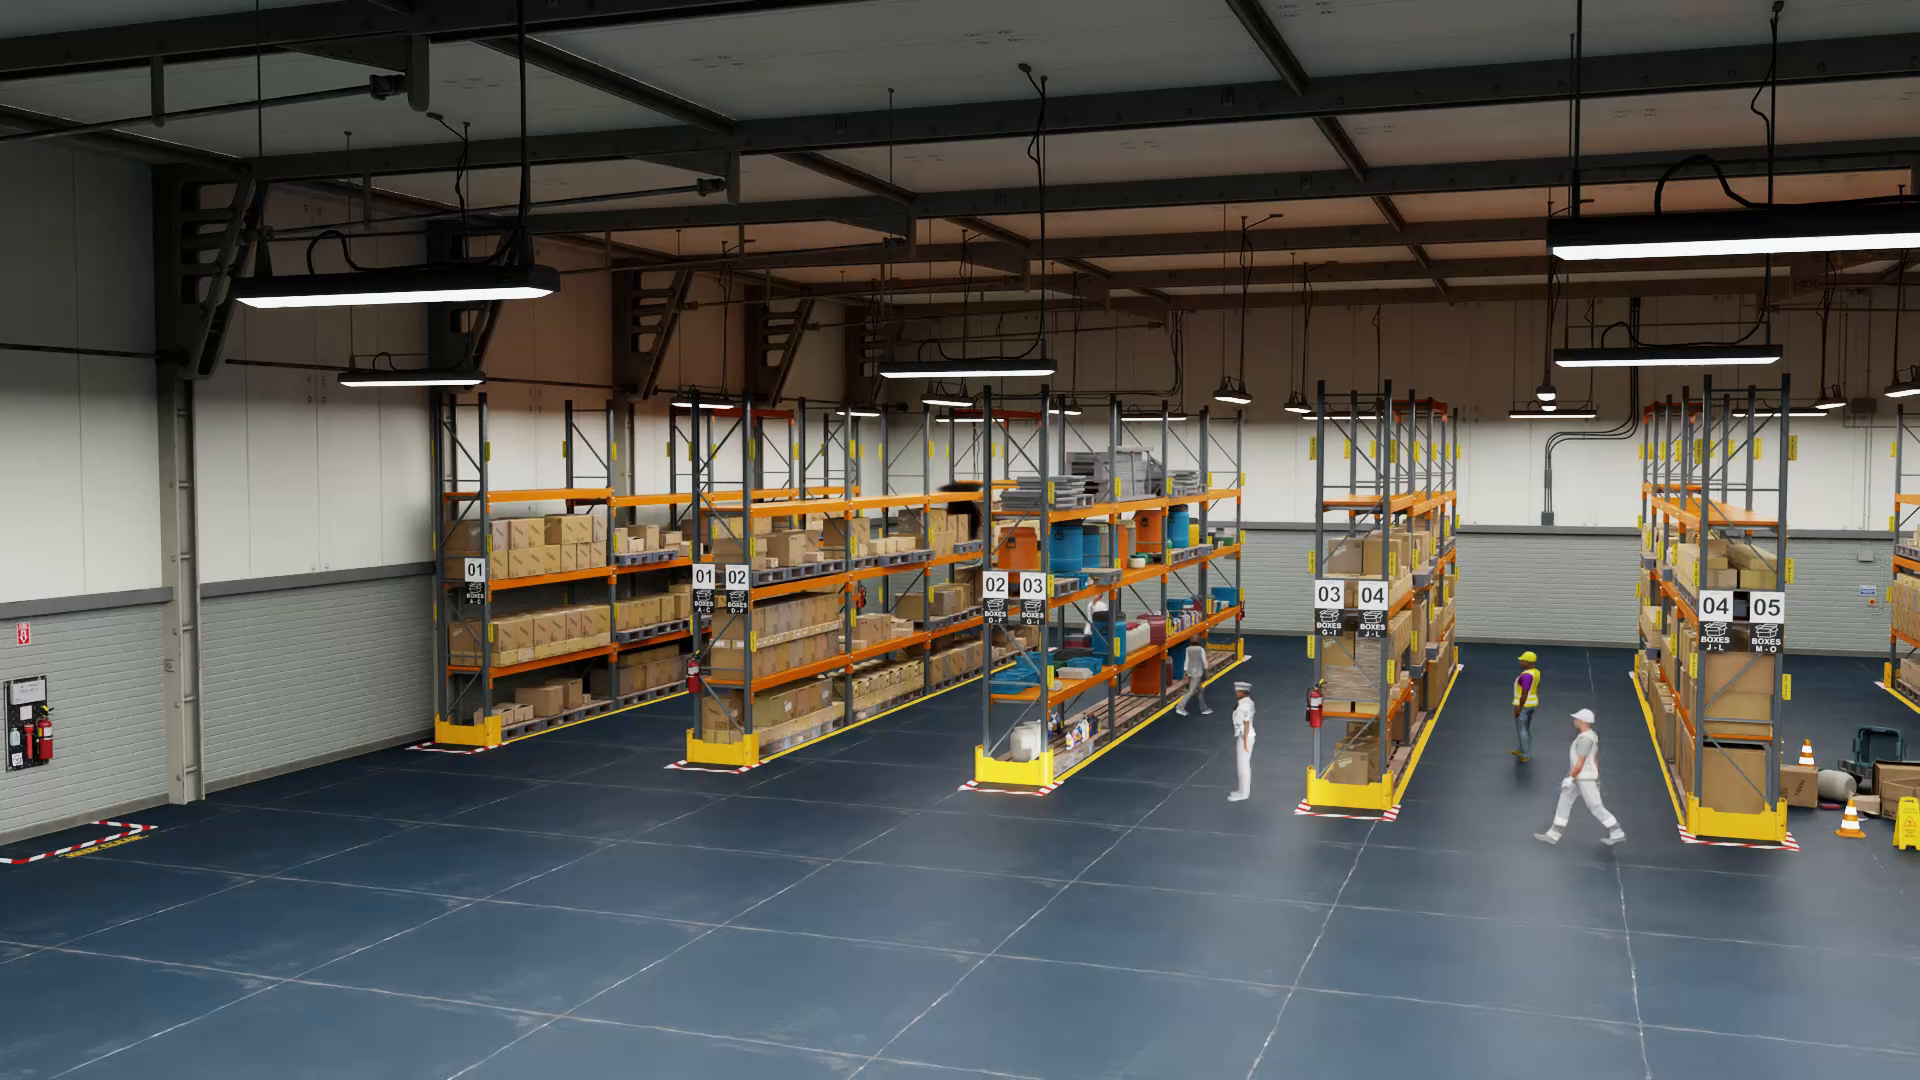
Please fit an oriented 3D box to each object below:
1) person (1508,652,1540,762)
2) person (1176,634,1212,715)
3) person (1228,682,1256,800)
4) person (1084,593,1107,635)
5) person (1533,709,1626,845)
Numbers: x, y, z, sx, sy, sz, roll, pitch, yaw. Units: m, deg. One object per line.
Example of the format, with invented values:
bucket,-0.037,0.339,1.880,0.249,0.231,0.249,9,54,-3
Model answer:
person,9.148,2.687,27.102,0.584,1.763,0.627,-2,4,-37
person,4.441,2.541,31.351,0.901,1.554,0.376,-1,3,-21
person,4.068,2.890,23.989,0.395,1.665,0.557,0,3,9
person,3.098,2.035,38.292,0.551,1.715,1.093,1,3,18
person,7.844,3.009,20.987,1.063,1.752,0.493,0,3,0
